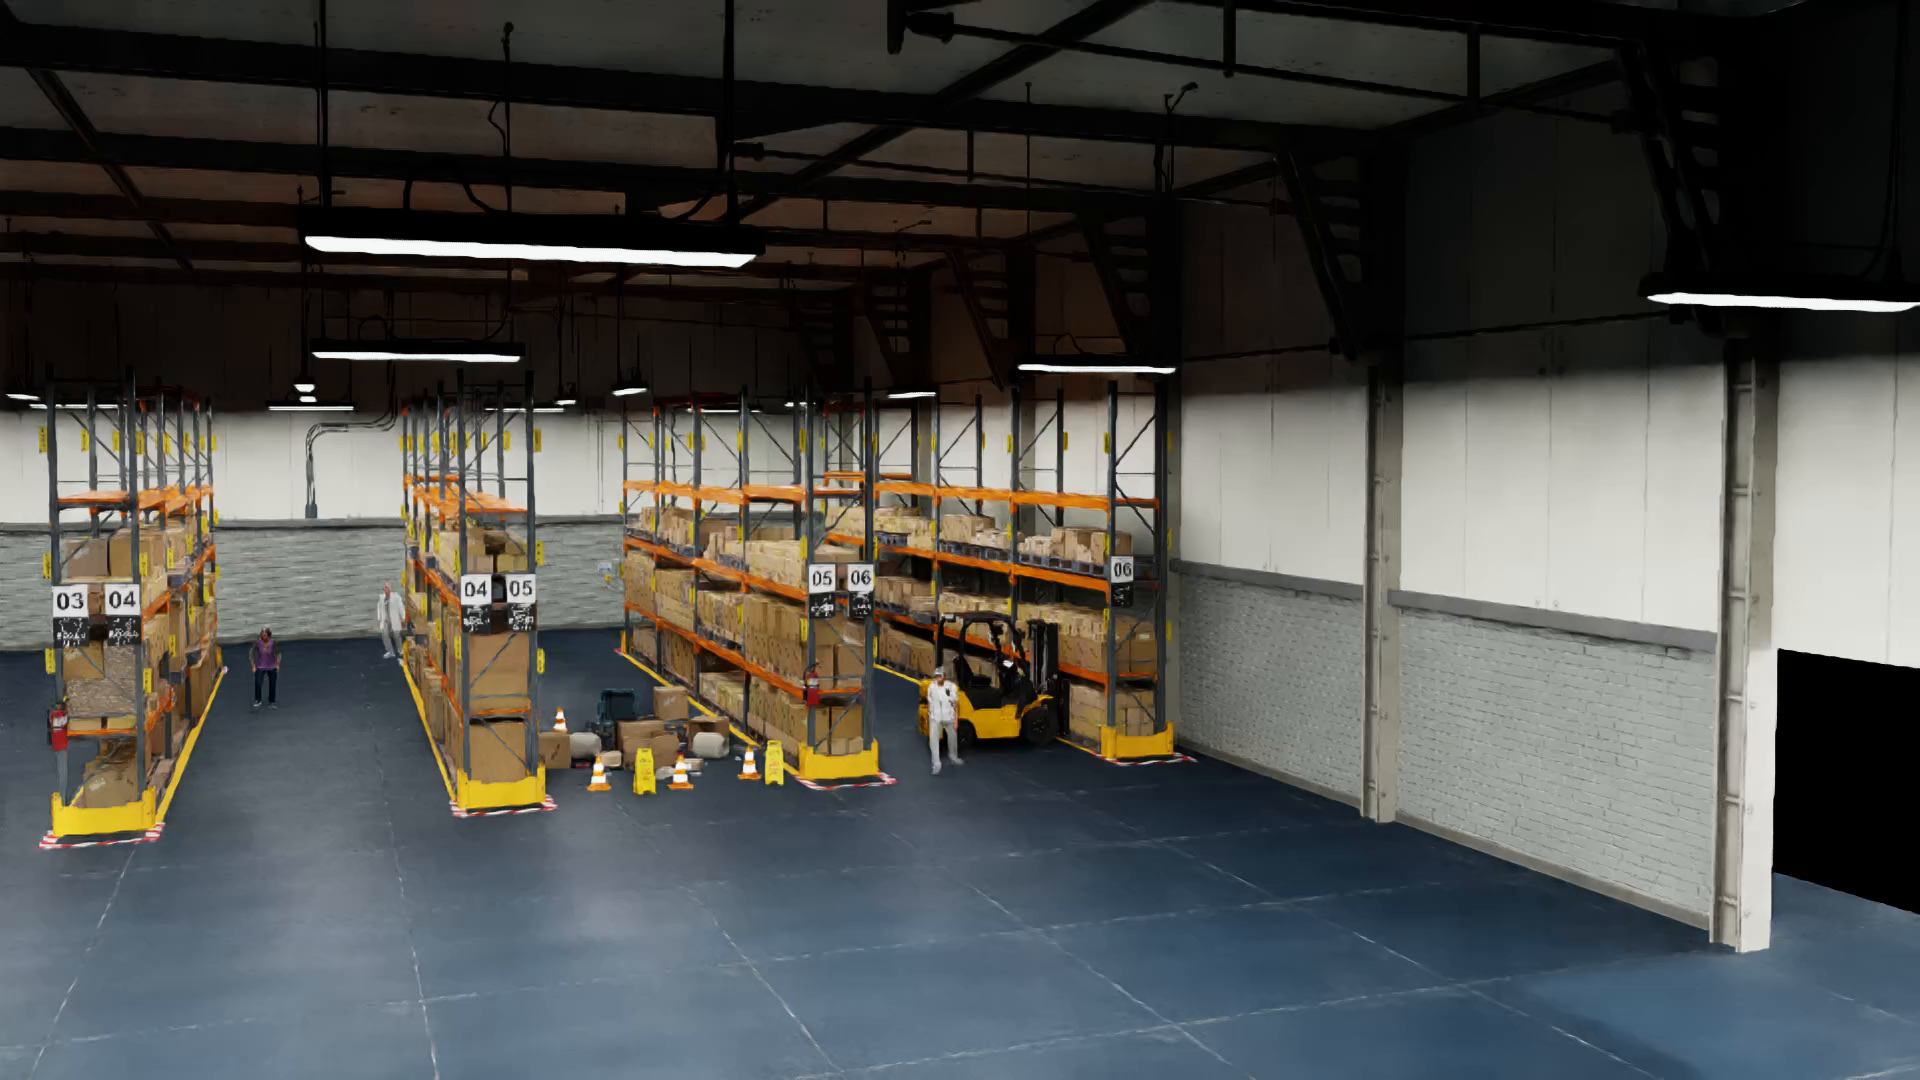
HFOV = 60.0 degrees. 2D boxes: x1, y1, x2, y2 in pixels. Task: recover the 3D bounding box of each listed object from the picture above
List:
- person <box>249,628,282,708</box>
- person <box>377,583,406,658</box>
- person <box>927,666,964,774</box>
[{"bbox_3d":[-13.090,2.406,31.344,0.566,1.541,0.519,-1,4,-24],"label":"person"},{"bbox_3d":[-13.293,1.908,38.958,0.710,1.650,0.662,0,3,7],"label":"person"},{"bbox_3d":[-0.227,2.714,25.308,0.554,1.616,0.900,0,3,3],"label":"person"}]
